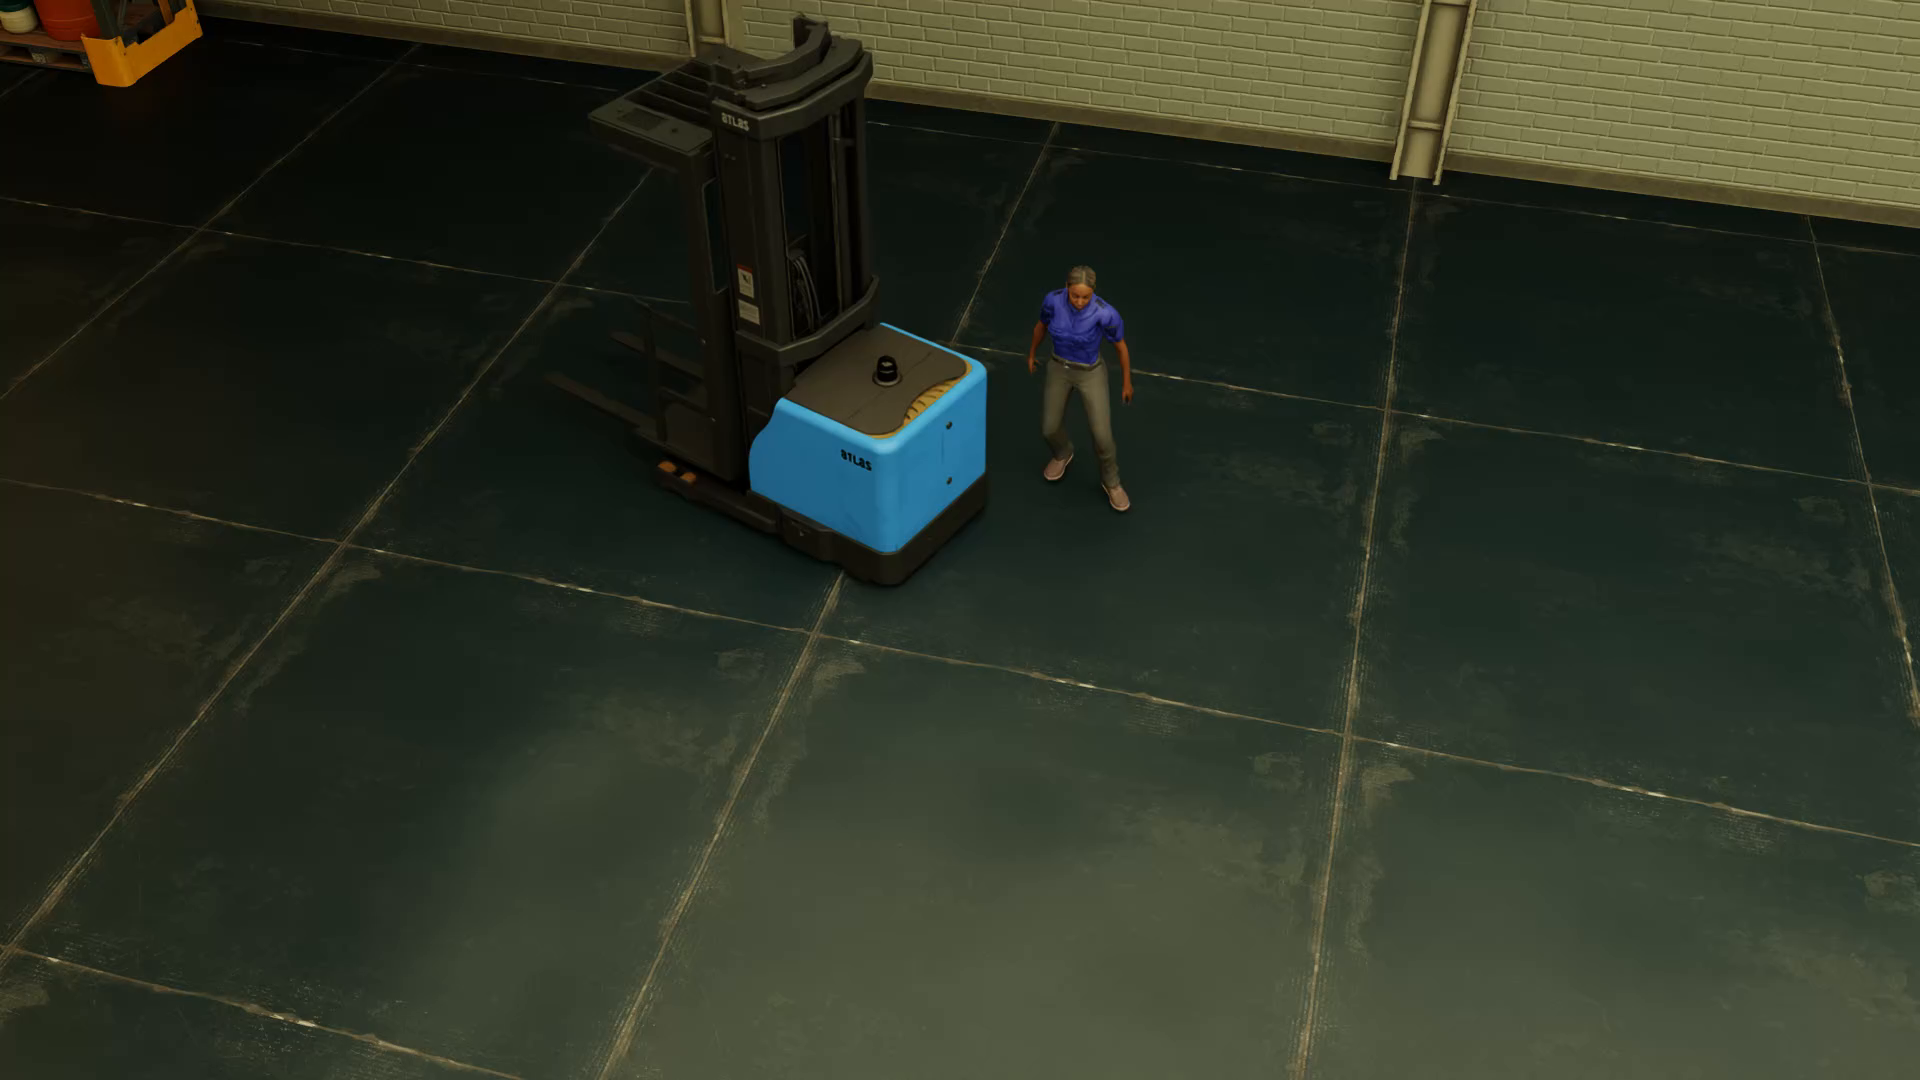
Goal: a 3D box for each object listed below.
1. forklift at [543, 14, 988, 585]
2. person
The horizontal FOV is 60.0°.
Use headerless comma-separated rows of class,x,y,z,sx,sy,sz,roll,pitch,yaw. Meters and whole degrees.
forklift,-1.326,-1.616,9.705,3.031,2.935,1.130,25,47,26
person,0.738,-0.978,9.972,0.788,1.621,0.372,17,44,18
